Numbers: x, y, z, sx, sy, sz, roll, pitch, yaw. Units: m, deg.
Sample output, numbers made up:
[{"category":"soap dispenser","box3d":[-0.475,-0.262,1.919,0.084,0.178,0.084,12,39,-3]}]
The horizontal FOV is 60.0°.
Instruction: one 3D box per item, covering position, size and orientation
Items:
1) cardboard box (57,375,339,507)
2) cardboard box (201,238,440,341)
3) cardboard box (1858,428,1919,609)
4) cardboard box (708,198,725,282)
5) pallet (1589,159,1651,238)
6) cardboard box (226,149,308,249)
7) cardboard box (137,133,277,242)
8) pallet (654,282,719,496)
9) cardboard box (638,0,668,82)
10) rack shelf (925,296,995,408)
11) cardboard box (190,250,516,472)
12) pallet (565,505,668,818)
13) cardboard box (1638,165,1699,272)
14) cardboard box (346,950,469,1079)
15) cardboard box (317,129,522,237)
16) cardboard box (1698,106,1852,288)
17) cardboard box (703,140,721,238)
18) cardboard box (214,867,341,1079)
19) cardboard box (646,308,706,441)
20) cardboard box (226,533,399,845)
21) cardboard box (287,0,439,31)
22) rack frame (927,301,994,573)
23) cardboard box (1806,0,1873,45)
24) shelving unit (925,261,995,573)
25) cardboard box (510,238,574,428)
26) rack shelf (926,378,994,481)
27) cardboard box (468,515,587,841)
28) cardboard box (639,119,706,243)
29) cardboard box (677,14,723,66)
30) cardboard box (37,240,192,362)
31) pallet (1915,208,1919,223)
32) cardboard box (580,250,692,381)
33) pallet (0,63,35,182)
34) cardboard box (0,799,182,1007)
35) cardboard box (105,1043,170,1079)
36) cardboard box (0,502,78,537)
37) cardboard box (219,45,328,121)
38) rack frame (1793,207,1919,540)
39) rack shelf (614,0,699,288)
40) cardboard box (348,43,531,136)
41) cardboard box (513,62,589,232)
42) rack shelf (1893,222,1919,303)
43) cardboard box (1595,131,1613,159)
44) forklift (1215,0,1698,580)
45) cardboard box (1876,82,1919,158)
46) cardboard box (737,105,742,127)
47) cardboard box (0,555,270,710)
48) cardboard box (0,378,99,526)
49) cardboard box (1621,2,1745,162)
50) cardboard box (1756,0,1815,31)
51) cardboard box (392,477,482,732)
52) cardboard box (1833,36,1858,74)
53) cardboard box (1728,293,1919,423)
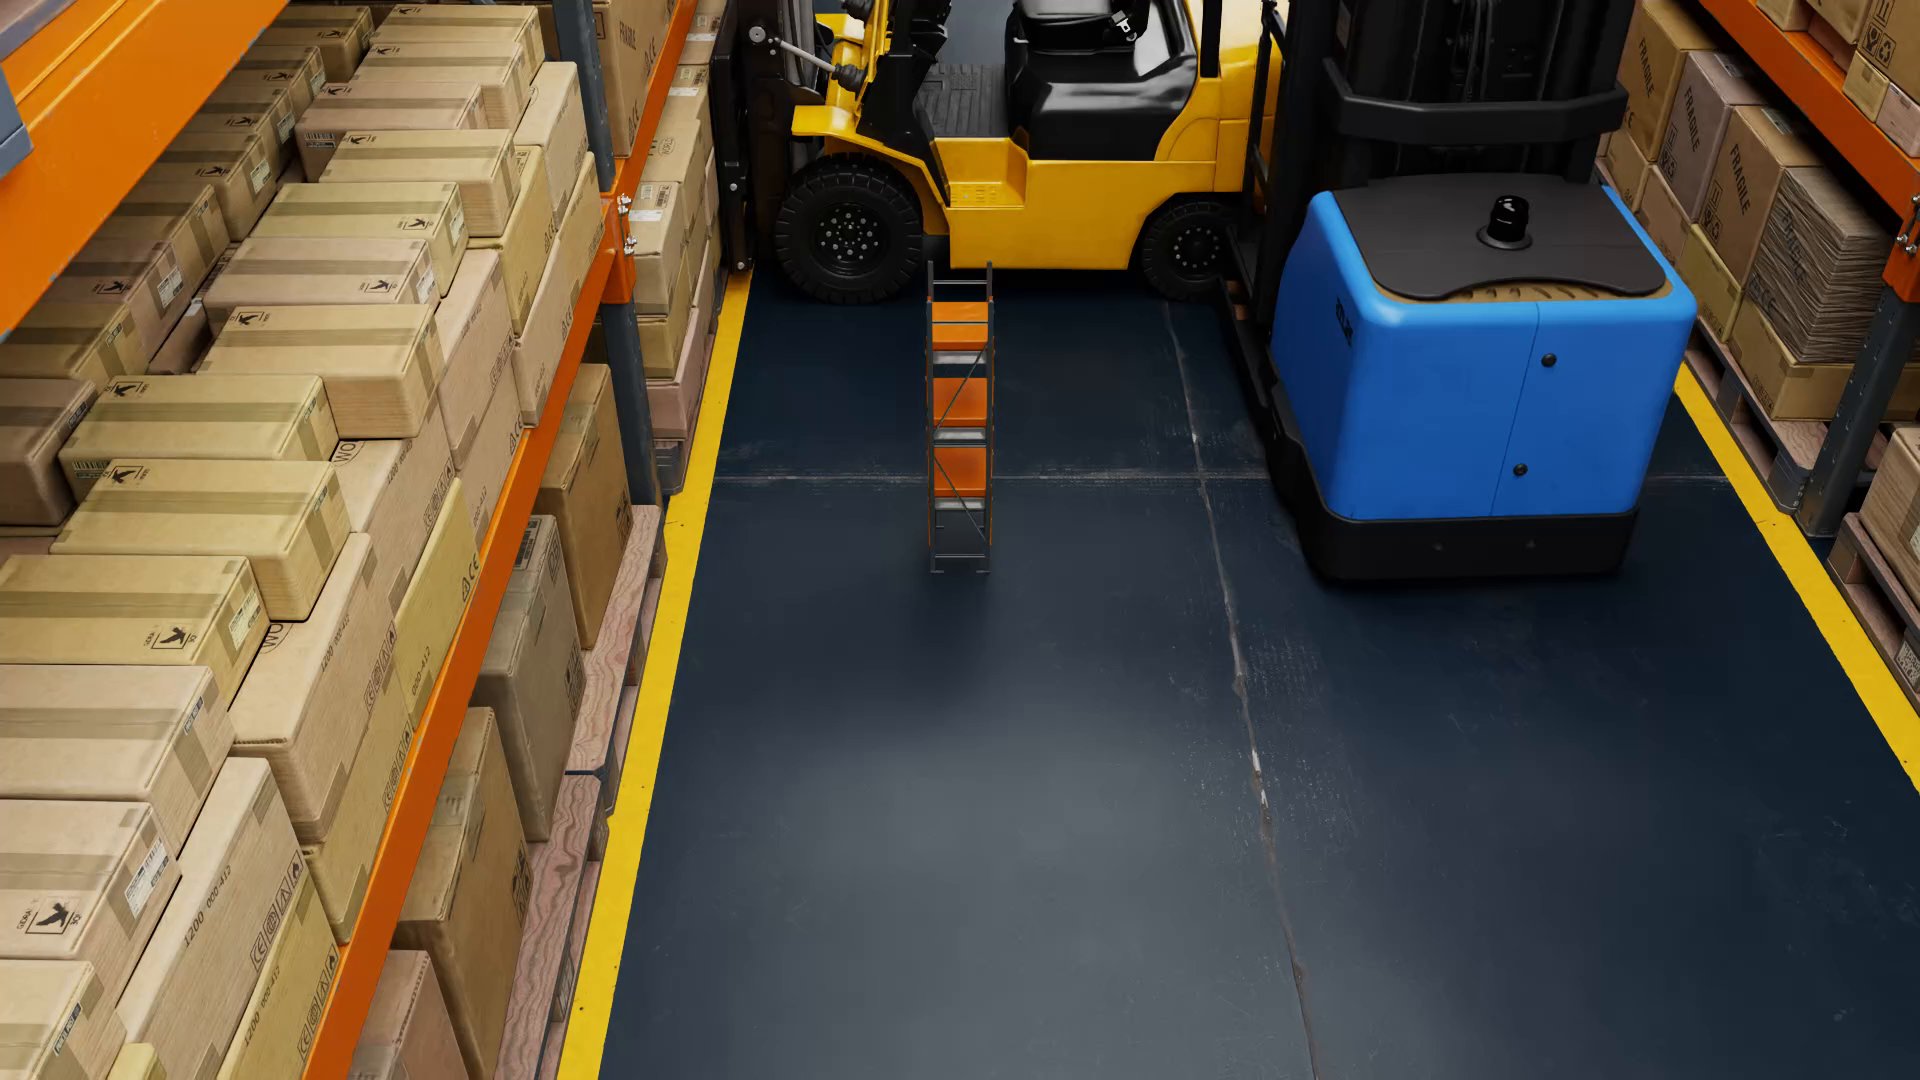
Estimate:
[{"category":"cardboard box","box3d":[-1.345,-0.166,2.959,0.380,0.149,0.250,0,39,0]},{"category":"cardboard box","box3d":[-1.282,-0.485,3.358,0.380,0.149,0.250,0,39,0]},{"category":"cardboard box","box3d":[3.432,-0.022,5.144,0.950,0.372,0.625,0,39,1]},{"category":"cardboard box","box3d":[-1.237,-1.238,6.759,0.500,0.250,0.500,1,39,1]},{"category":"pallet","box3d":[3.388,-1.308,7.214,1.003,0.211,1.213,0,39,0]},{"category":"cardboard box","box3d":[-1.800,-0.710,3.958,0.500,0.250,0.500,0,39,-1]},{"category":"cardboard box","box3d":[-1.781,-0.794,3.744,0.380,0.149,0.250,0,39,0]},{"category":"pallet","box3d":[-1.494,-0.615,6.348,1.003,0.211,1.213,0,39,0]},{"category":"cardboard box","box3d":[-1.292,-1.848,5.578,0.500,0.500,0.500,1,39,1]},{"category":"rack shelf","box3d":[0.000,-0.589,5.209,0.215,0.259,0.240,0,39,0]},{"category":"cardboard box","box3d":[-1.276,-0.394,3.563,0.500,0.250,0.500,1,39,1]},{"category":"pallet","box3d":[-1.495,0.343,5.153,1.003,0.211,1.213,0,39,0]},{"category":"cardboard box","box3d":[3.153,-1.323,6.865,0.500,0.250,0.500,1,39,1]},{"category":"cardboard box","box3d":[-1.526,1.260,3.342,0.875,0.625,0.625,1,39,1]},{"category":"cardboard box","box3d":[-1.214,-0.806,3.758,0.380,0.149,0.250,-1,39,-1]},{"category":"cardboard box","box3d":[3.157,-1.283,6.216,0.500,0.500,0.500,1,39,1]},{"category":"cardboard box","box3d":[-1.218,-1.424,6.591,0.500,0.250,0.500,0,39,0]},{"category":"cardboard box","box3d":[-1.282,0.762,2.520,0.500,0.250,0.500,-1,39,-1]},{"category":"cardboard box","box3d":[-1.204,-0.599,5.962,0.500,0.250,0.500,0,39,0]},{"category":"cardboard box","box3d":[-1.269,0.241,2.771,0.500,0.250,0.500,-1,39,-1]},{"category":"cardboard box","box3d":[-1.806,-1.525,5.175,0.500,0.500,0.500,0,39,0]},{"category":"rack frame","box3d":[0.000,-0.300,5.285,0.200,1.050,0.008,0,39,0]},{"category":"cardboard box","box3d":[3.172,-1.966,5.487,0.500,0.500,0.500,1,39,1]},{"category":"shelving unit","box3d":[0.000,-0.376,5.380,0.215,1.050,0.252,0,39,0]},{"category":"cardboard box","box3d":[-1.267,-0.518,4.117,0.500,0.250,0.500,0,39,0]},{"category":"rack shelf","box3d":[0.000,-0.368,5.387,0.215,0.259,0.240,0,39,0]},{"category":"cardboard box","box3d":[-1.530,0.369,4.454,0.875,0.625,0.625,0,39,0]},{"category":"cardboard box","box3d":[-1.212,-1.309,6.048,0.500,0.250,0.500,0,39,0]},{"category":"cardboard box","box3d":[-1.217,-1.949,6.846,0.500,0.250,0.500,-1,39,-1]},{"category":"cardboard box","box3d":[-1.801,-0.481,3.352,0.380,0.149,0.250,0,39,0]},{"category":"pallet","box3d":[3.284,-0.659,4.327,1.003,0.211,1.213,0,39,0]},{"category":"cardboard box","box3d":[-1.227,-0.794,5.806,0.500,0.250,0.500,0,39,0]},{"category":"pallet","box3d":[-1.621,-0.225,1.385,1.213,0.211,1.003,2,39,2]},{"category":"cardboard box","box3d":[-1.264,0.476,2.158,0.380,0.149,0.250,1,39,1]},{"category":"cardboard box","box3d":[-1.262,0.882,1.972,0.500,0.250,0.500,0,39,0]},{"category":"cardboard box","box3d":[-1.802,-0.069,3.158,0.500,0.250,0.500,-1,39,-1]},{"category":"cardboard box","box3d":[-1.801,-1.110,4.138,0.380,0.149,0.250,-1,39,-2]},{"category":"rack frame","box3d":[3.429,-1.212,4.863,1.000,3.000,0.127,0,39,0]},{"category":"rack shelf","box3d":[-1.537,-2.176,6.641,1.077,0.370,4.000,0,39,0]},{"category":"cardboard box","box3d":[-1.294,-1.123,4.154,0.380,0.149,0.250,-1,39,-1]},{"category":"cardboard box","box3d":[-1.279,-1.035,4.363,0.500,0.250,0.500,-1,39,-1]},{"category":"rack shelf","box3d":[3.431,0.320,3.527,1.077,0.370,4.000,0,39,0]},{"category":"cardboard box","box3d":[3.141,-1.980,7.685,0.500,0.250,0.500,1,39,2]},{"category":"forklift","box3d":[1.638,-1.914,5.794,1.130,2.935,3.031,-2,39,-2]},{"category":"cardboard box","box3d":[3.123,-1.314,5.192,0.380,0.149,0.250,0,39,-1]},{"category":"cardboard box","box3d":[-1.215,-2.052,7.376,0.500,0.250,0.500,-1,39,-1]},{"category":"cardboard box","box3d":[-1.307,0.156,2.558,0.380,0.149,0.250,0,39,0]},{"category":"cardboard box","box3d":[-1.754,-0.160,2.952,0.380,0.149,0.250,1,39,1]},{"category":"cardboard box","box3d":[3.146,-1.936,7.031,0.500,0.500,0.500,1,39,1]},{"category":"cardboard box","box3d":[3.119,-1.950,5.985,0.380,0.149,0.250,-1,39,-1]},{"category":"cardboard box","box3d":[-1.289,0.116,3.327,0.500,0.250,0.500,1,39,1]},{"category":"cardboard box","box3d":[3.194,-1.634,5.591,0.380,0.149,0.250,0,39,0]},{"category":"cardboard box","box3d":[3.159,-0.672,6.053,0.500,0.250,0.500,2,39,2]}]
